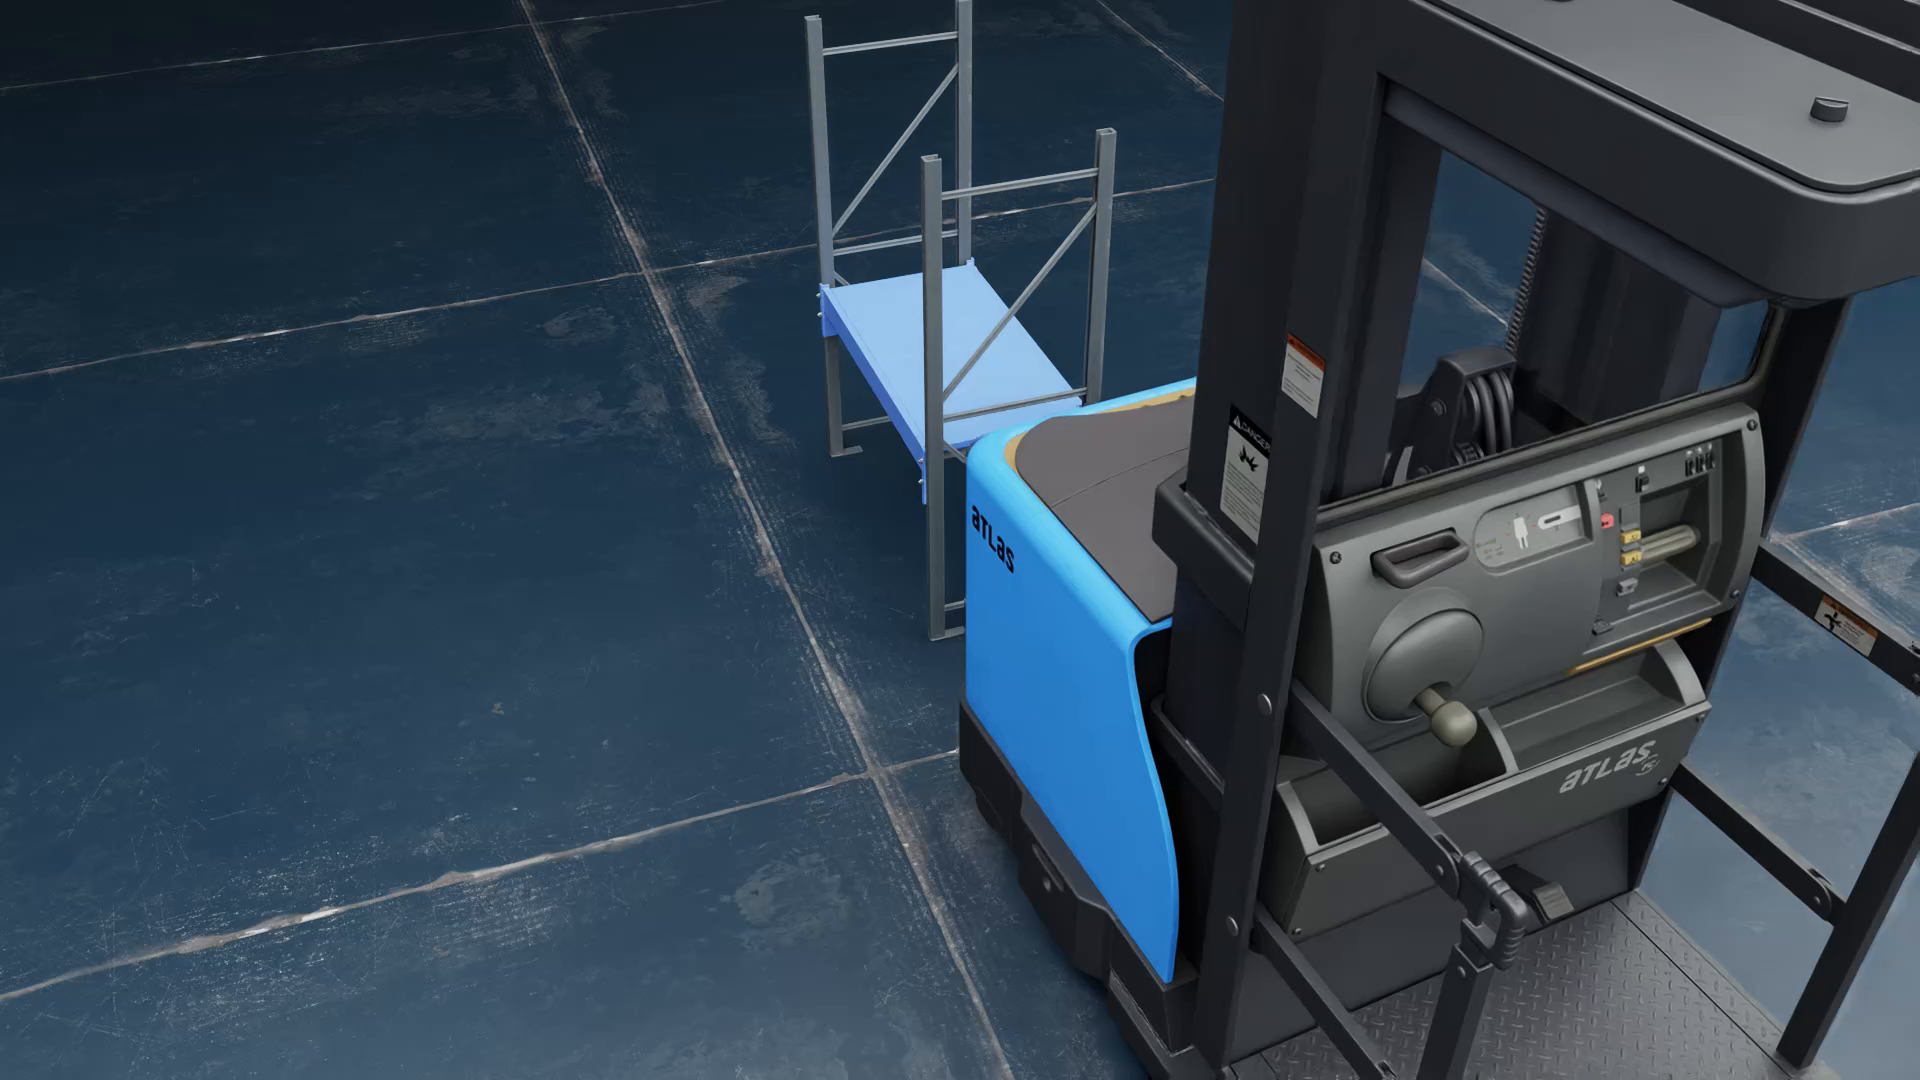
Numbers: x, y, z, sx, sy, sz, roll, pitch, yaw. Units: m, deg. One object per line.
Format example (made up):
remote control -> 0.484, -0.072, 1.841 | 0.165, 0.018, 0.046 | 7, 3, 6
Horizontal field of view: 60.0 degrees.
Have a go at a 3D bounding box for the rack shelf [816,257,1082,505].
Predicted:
rack shelf -> -0.029, -0.504, 4.971 | 0.538, 0.185, 1.000 | -12, 39, -16

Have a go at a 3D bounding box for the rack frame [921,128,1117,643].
rack frame -> 0.146, -0.360, 4.481 | 0.500, 1.500, 0.032 | -12, 39, -16

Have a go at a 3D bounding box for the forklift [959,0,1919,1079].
forklift -> 1.088, 0.126, 2.647 | 1.130, 2.935, 3.031 | -16, 40, -20

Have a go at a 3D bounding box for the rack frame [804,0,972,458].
rack frame -> -0.204, -0.934, 5.244 | 0.500, 1.500, 0.032 | -12, 39, -16

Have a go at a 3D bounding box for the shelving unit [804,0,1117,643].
shelving unit -> -0.029, -0.647, 4.863 | 0.538, 1.500, 1.048 | -12, 39, -16
